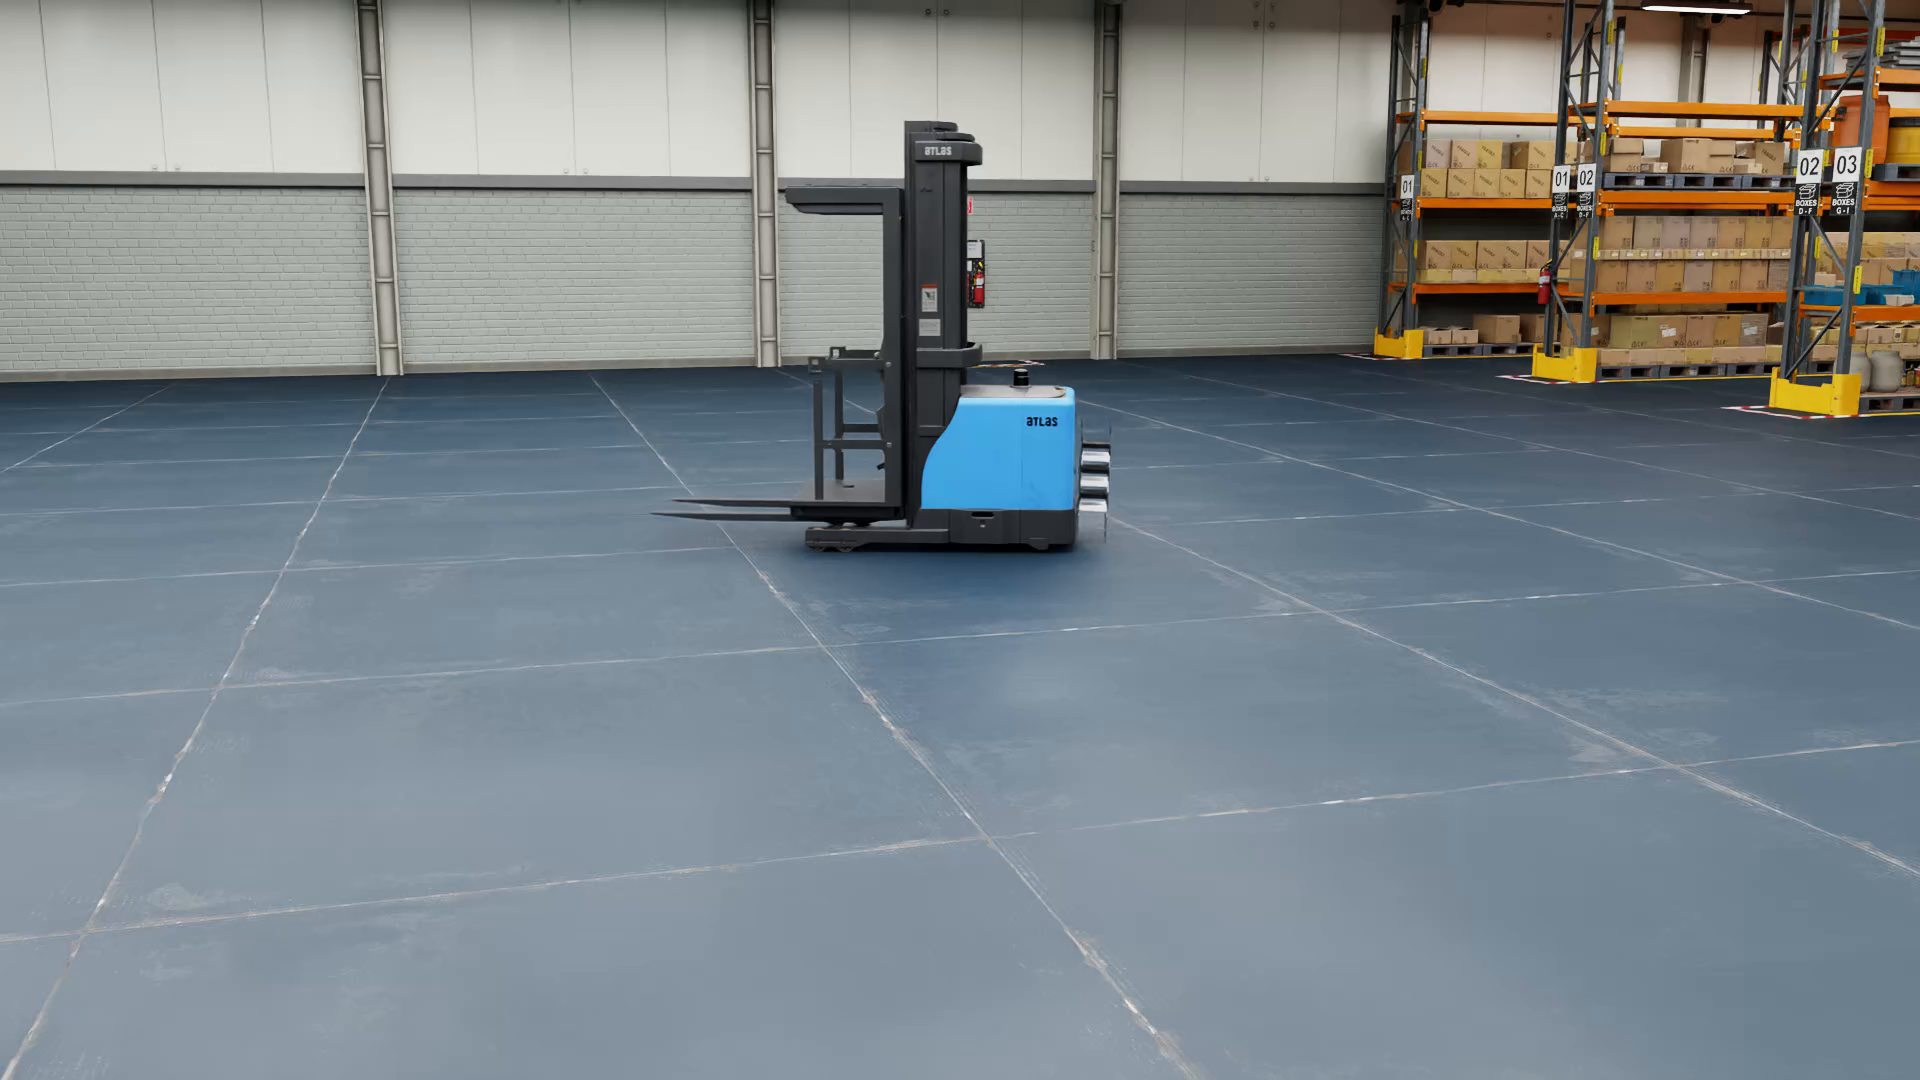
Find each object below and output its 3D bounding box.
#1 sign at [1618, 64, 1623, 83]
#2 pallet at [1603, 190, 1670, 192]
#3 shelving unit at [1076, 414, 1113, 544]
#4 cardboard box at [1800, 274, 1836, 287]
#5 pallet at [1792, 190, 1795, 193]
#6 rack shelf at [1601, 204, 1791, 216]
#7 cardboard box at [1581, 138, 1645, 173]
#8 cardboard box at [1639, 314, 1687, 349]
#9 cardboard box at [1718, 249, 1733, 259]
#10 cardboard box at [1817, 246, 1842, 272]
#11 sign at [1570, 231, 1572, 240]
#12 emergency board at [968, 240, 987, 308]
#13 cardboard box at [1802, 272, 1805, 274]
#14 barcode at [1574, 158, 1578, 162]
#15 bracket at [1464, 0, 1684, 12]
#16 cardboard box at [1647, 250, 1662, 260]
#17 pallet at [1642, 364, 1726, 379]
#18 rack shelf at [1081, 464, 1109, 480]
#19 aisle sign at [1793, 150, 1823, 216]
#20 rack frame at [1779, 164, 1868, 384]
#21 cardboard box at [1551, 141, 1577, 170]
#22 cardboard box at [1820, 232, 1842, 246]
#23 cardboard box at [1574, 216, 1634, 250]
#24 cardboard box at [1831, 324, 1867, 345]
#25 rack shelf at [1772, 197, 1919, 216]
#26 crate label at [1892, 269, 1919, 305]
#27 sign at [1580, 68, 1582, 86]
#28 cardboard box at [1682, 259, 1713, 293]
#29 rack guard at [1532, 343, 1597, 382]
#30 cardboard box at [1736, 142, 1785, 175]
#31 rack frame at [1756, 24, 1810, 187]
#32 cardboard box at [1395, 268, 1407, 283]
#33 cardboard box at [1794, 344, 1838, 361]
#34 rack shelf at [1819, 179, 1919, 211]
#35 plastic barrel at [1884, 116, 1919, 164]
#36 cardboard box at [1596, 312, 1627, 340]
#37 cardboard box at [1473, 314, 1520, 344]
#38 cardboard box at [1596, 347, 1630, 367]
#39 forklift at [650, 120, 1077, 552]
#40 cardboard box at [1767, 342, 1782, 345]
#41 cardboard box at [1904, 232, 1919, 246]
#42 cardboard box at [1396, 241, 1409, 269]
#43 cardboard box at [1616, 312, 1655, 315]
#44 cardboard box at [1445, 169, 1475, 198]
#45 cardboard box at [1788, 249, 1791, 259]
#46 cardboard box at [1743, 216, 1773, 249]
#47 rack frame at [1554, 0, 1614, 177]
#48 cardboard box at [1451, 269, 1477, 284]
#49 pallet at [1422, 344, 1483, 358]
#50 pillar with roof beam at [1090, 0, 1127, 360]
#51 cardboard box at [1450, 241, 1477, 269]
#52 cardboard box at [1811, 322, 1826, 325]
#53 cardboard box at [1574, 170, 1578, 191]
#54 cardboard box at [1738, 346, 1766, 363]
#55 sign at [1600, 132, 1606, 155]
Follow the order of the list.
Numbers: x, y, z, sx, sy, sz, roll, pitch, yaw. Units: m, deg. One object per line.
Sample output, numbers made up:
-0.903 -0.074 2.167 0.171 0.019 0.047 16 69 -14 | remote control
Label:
11.847 -8.367 29.842 0.005 0.325 0.100 -3 11 -16 | sign
12.336 -6.409 30.809 1.003 0.211 1.213 -3 11 -16 | pallet
0.961 -0.438 11.917 0.210 0.900 0.258 3 11 2 | shelving unit
13.562 -4.111 26.508 0.500 0.250 0.500 -2 11 -12 | cardboard box
13.945 -5.581 26.318 1.217 0.209 0.805 -3 11 -18 | pallet
13.634 -6.236 31.338 4.000 0.370 1.077 -3 11 -16 | rack shelf
9.814 -5.780 25.041 0.637 0.503 0.797 -2 11 -12 | cardboard box
10.794 -3.215 25.588 0.500 0.500 0.500 -3 11 -16 | cardboard box
11.681 -4.406 25.625 0.250 0.149 0.380 -3 11 -14 | cardboard box
16.597 -5.426 32.083 0.500 0.500 0.500 -3 11 -14 | cardboard box
11.555 -5.679 31.413 0.005 0.325 0.100 -3 11 -16 | sign
0.159 -4.575 28.612 0.643 1.169 0.194 -3 11 -16 | emergency board
16.179 -5.090 32.048 0.250 0.149 0.380 -3 11 -15 | cardboard box
9.416 -5.810 25.433 0.075 0.075 0.001 -3 11 -16 | barcode
11.275 -9.807 30.522 4.783 0.066 0.076 -3 11 -16 | bracket
10.433 -4.339 25.265 0.250 0.149 0.380 -3 11 -17 | cardboard box
11.153 -2.686 26.052 1.213 0.211 1.003 -3 11 -16 | pallet
0.963 -0.493 11.907 0.200 0.077 0.258 3 11 2 | rack shelf
10.490 -4.415 20.565 0.004 0.787 0.394 -3 11 -16 | aisle sign
10.642 -3.089 20.540 0.127 3.000 1.000 -3 11 -16 | rack frame
10.782 -6.937 30.066 0.500 0.500 0.500 -2 11 -13 | cardboard box
16.578 -5.795 32.018 0.500 0.250 0.500 -3 11 -17 | cardboard box
9.764 -4.661 25.223 0.500 0.500 0.700 -3 11 -16 | cardboard box
14.050 -3.285 26.489 0.500 0.311 0.500 -3 11 -17 | cardboard box
15.022 -5.375 26.661 4.000 0.370 1.077 -3 11 -16 | rack shelf
12.333 -3.246 21.298 0.616 0.435 0.502 -3 11 -16 | crate label
11.553 -8.597 30.875 0.005 0.325 0.100 -3 11 -16 | sign
11.198 -4.099 25.754 0.500 0.500 0.700 -3 11 -14 | cardboard box
9.238 -2.720 25.438 0.348 0.500 1.175 -3 11 -16 | rack guard
12.544 -5.973 26.097 0.500 0.500 0.500 -2 11 -11 | cardboard box
15.554 -8.166 31.551 0.127 3.000 1.000 -3 11 -16 | rack frame
8.267 -4.804 30.218 0.500 0.250 0.500 -3 11 -15 | cardboard box
13.558 -2.984 26.406 0.500 0.250 0.500 -3 11 -17 | cardboard box
12.562 -4.311 20.883 4.000 0.370 1.077 -3 11 -16 | rack shelf
11.701 -4.943 20.647 0.600 0.588 0.600 0 10 0 | plastic barrel
12.415 -4.041 31.399 0.500 0.500 0.700 -3 11 -14 | cardboard box
9.828 -3.875 30.498 0.500 0.500 0.700 -4 11 -20 | cardboard box
9.838 -2.793 25.367 0.500 0.250 0.500 -3 11 -16 | cardboard box
-0.679 -1.455 11.854 3.031 2.935 1.130 1 10 4 | forklift
13.419 -3.078 26.917 0.500 0.250 0.500 -3 11 -16 | cardboard box
18.524 -5.900 32.586 0.500 0.250 0.500 -3 11 -15 | cardboard box
8.266 -5.177 30.169 0.500 0.500 0.500 -3 11 -17 | cardboard box
10.649 -3.305 26.078 0.500 0.500 0.500 -3 11 -16 | cardboard box
8.789 -6.340 29.582 0.500 0.500 0.500 -2 11 -12 | cardboard box
12.900 -4.470 25.973 0.250 0.149 0.380 -3 11 -16 | cardboard box
12.192 -4.790 25.923 0.500 0.500 0.700 -3 11 -16 | cardboard box
9.261 -6.901 24.675 0.127 3.000 1.000 -3 11 -16 | rack frame
8.925 -4.745 29.897 0.500 0.250 0.500 -3 11 -18 | cardboard box
8.736 -3.478 30.358 1.213 0.211 1.003 -3 11 -16 | pallet
3.746 -6.895 24.647 0.548 9.000 9.100 -3 11 -16 | pillar with roof beam
8.893 -5.111 29.813 0.500 0.500 0.500 -3 11 -16 | cardboard box
13.908 -3.380 27.009 0.500 0.311 0.500 -3 11 -14 | cardboard box
11.295 -6.479 30.339 0.500 0.500 0.500 -3 11 -14 | cardboard box
12.235 -2.922 26.067 0.500 0.250 0.500 -3 11 -16 | cardboard box
9.410 -5.797 24.335 0.005 0.325 0.100 -3 11 -16 | sign
